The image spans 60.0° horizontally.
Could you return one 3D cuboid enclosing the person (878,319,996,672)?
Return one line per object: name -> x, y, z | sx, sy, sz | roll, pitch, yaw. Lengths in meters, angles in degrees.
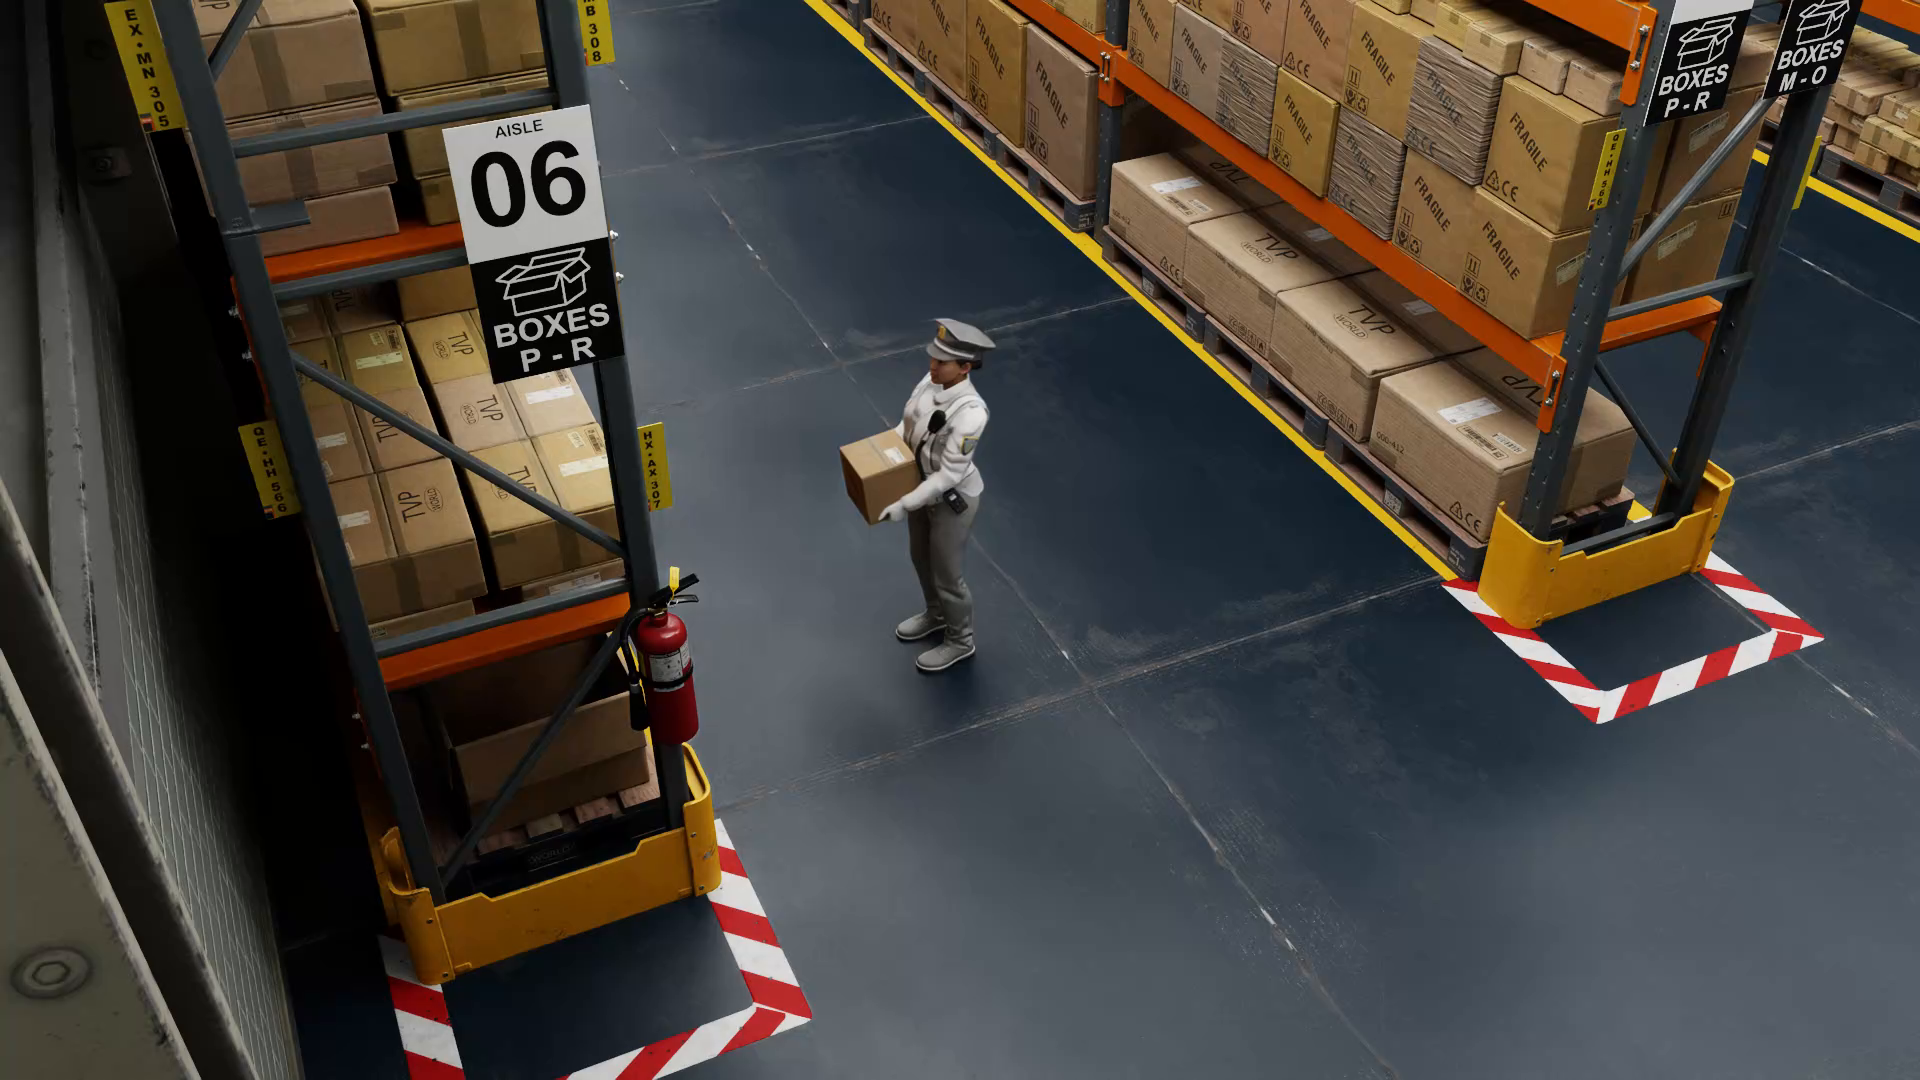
person -> -0.137, -0.179, 7.067 | 0.556, 1.686, 0.459 | -16, 40, -19
